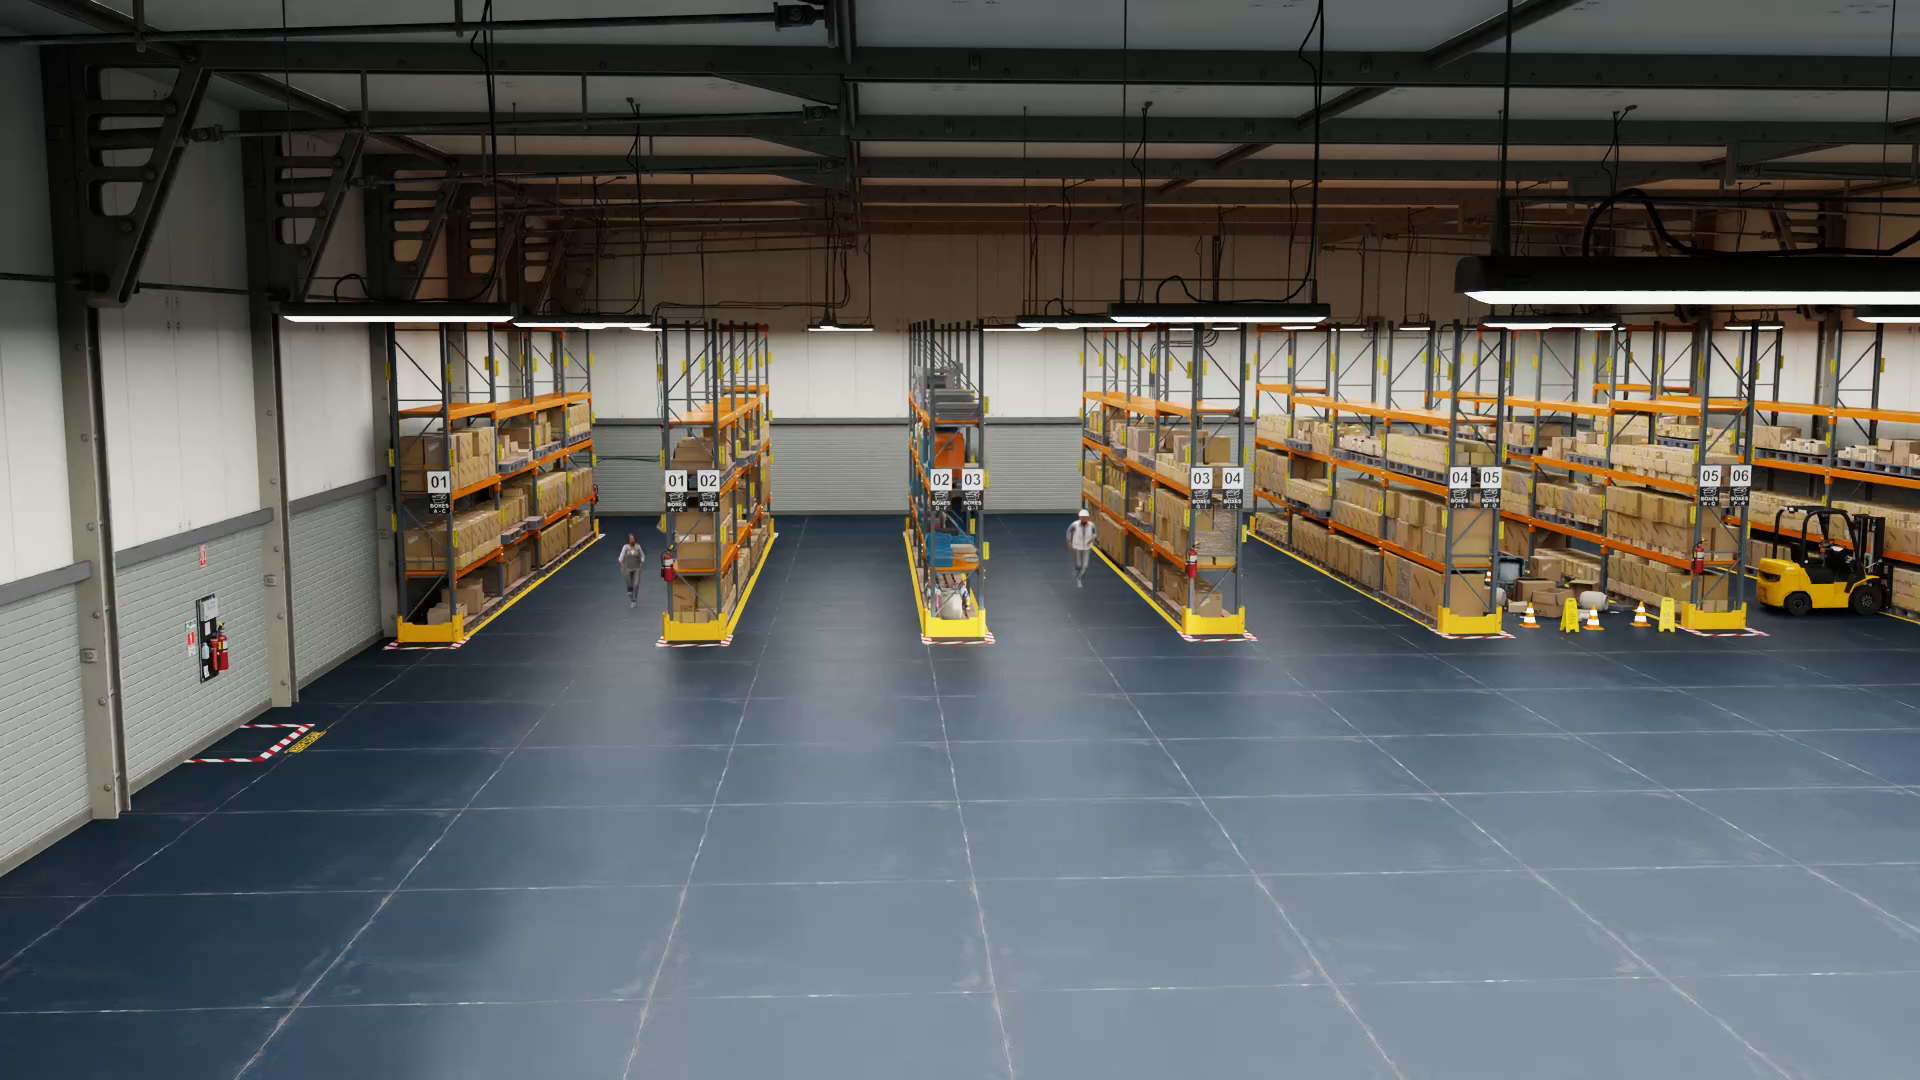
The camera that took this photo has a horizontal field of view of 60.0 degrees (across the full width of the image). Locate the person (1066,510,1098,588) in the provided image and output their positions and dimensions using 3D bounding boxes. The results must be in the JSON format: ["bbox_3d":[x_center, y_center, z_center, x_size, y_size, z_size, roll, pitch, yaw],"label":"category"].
[{"bbox_3d":[2.625,0.183,35.814,0.641,1.716,0.739,-1,7,-11],"label":"person"}]

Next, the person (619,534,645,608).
[{"bbox_3d":[-6.917,0.632,35.101,0.542,1.549,0.584,-2,7,-14],"label":"person"}]

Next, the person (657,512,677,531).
[{"bbox_3d":[-8.399,-1.043,48.416,0.827,1.621,0.571,2,7,13],"label":"person"}]
